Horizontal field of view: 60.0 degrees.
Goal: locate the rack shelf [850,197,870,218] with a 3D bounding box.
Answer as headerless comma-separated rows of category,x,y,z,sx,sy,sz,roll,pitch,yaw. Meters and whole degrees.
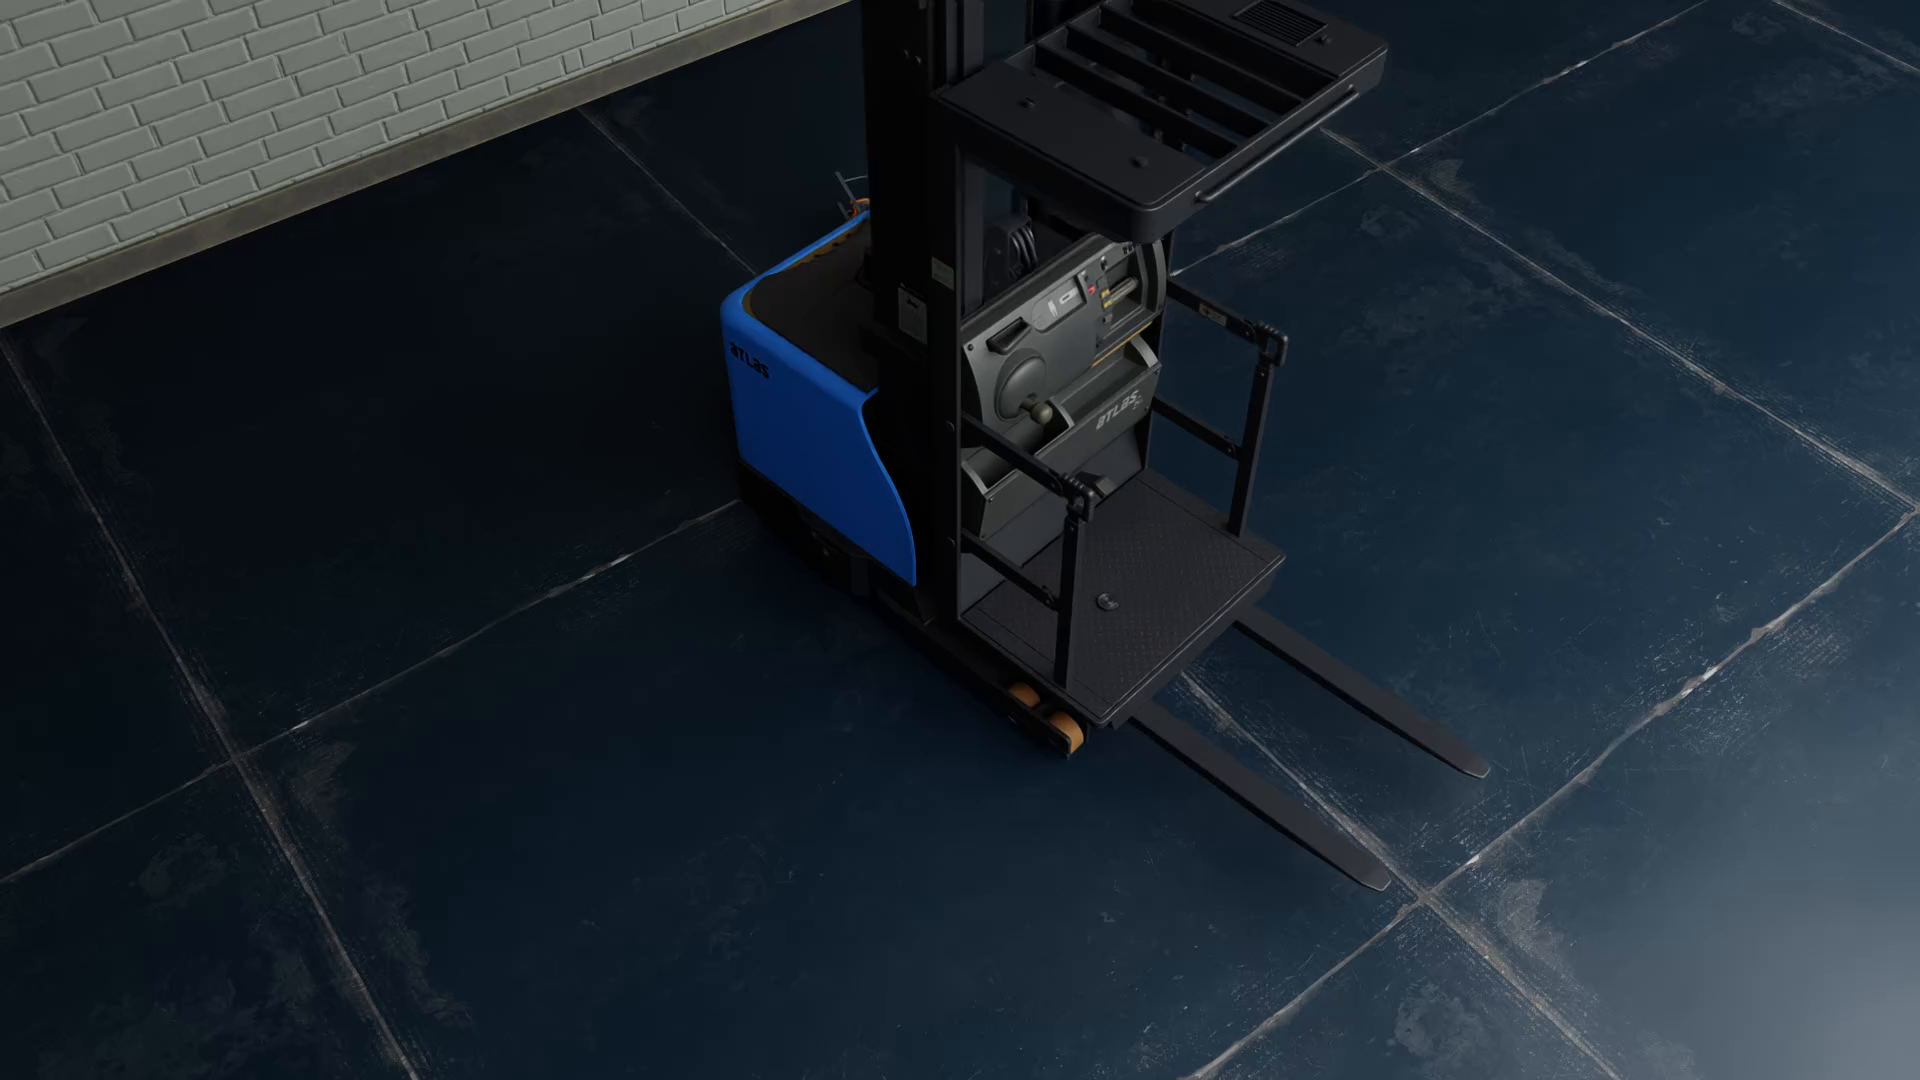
rack shelf,-0.394,-1.571,8.042,0.258,0.180,0.103,-17,50,-15

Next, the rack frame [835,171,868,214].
rack frame,-0.276,-1.415,7.778,0.240,0.006,1.200,-17,50,-15

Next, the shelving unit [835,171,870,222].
shelving unit,-0.276,-1.354,7.846,0.258,0.189,1.200,-17,50,-15

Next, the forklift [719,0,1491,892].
forklift,0.509,-0.643,5.353,3.031,2.935,1.130,35,57,28

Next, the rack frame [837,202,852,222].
rack frame,-0.276,-1.293,7.913,0.240,0.006,1.200,-17,50,-15
